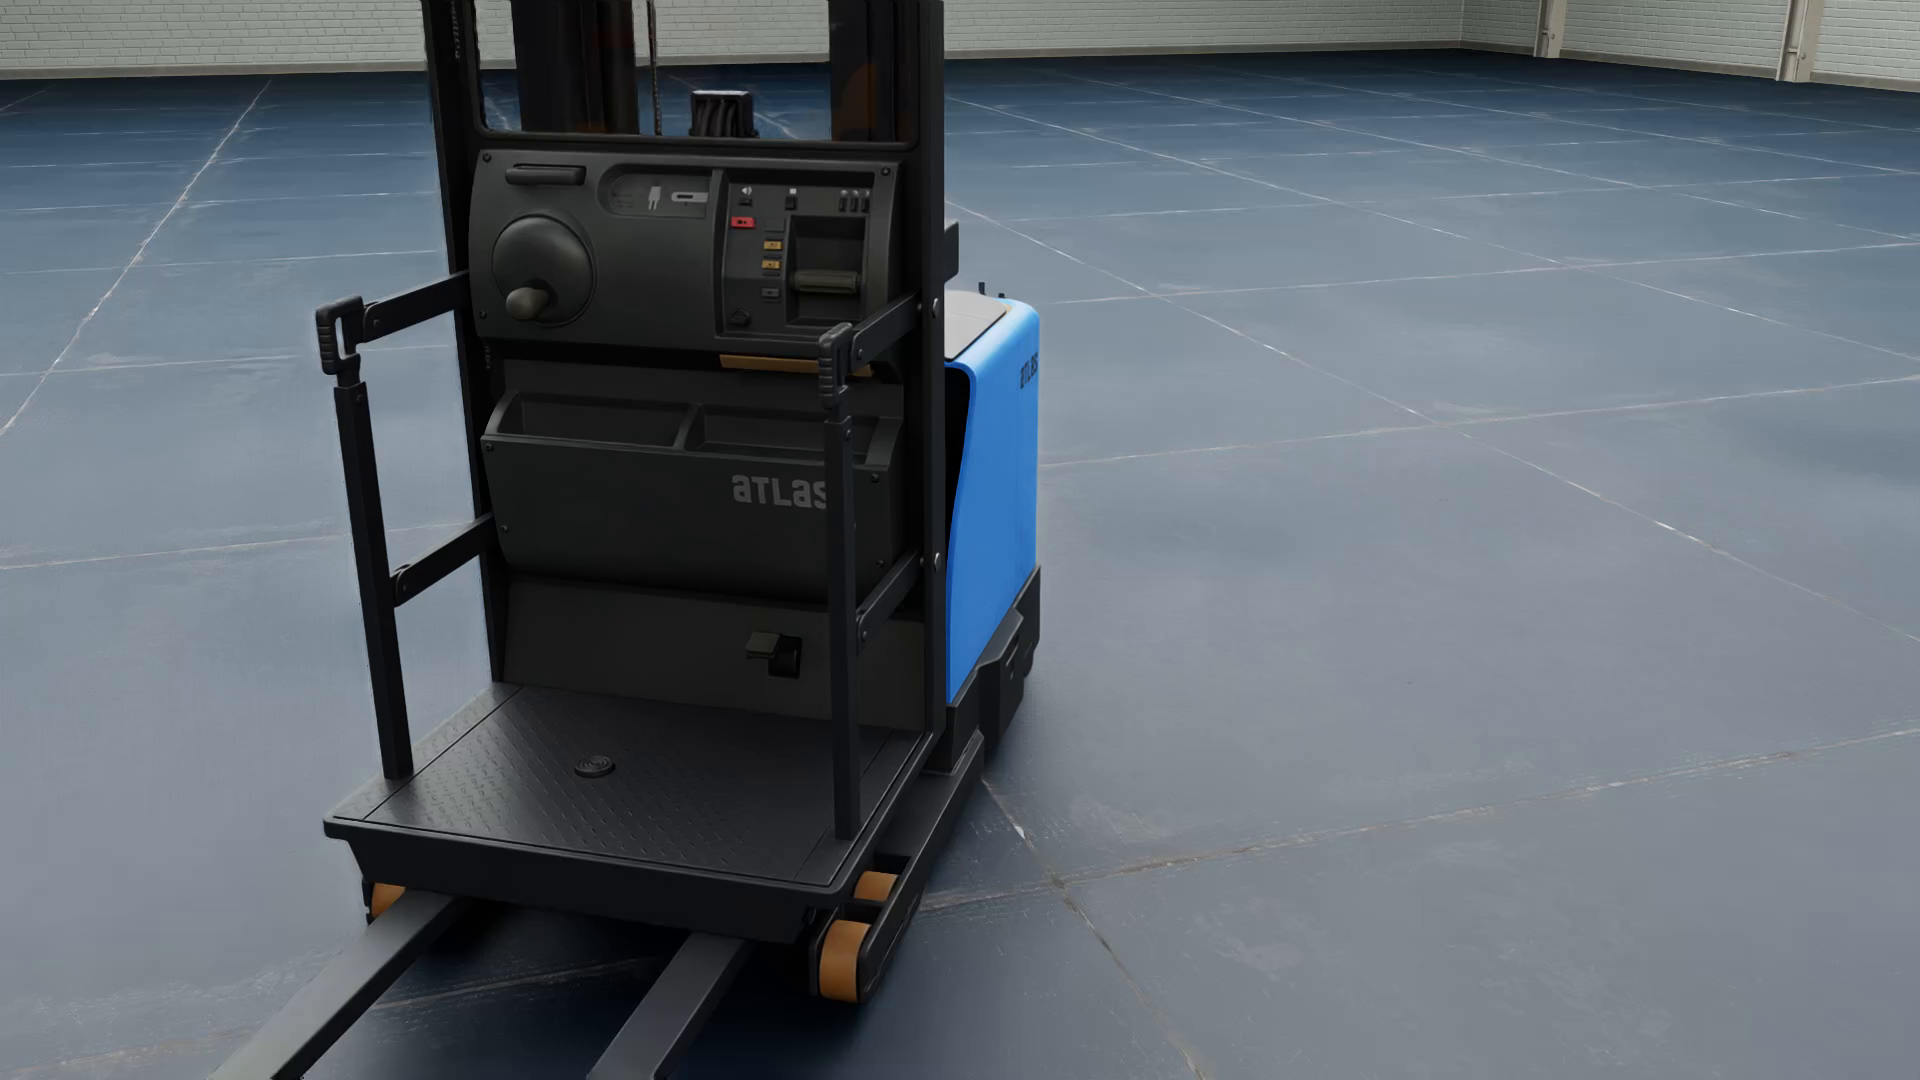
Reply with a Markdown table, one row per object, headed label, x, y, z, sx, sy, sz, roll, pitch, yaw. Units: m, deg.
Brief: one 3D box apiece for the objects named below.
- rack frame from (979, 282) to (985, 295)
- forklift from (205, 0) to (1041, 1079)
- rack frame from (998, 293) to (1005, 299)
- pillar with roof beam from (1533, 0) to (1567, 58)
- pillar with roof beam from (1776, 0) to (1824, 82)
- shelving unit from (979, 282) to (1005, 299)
| label | x | y | z | sx | sy | sz | roll | pitch | yaw |
| --- | --- | --- | --- | --- | --- | --- | --- | --- | --- |
| rack frame | -0.029 | -0.454 | 5.848 | 0.240 | 0.900 | 0.006 | -6 | 21 | -17 |
| forklift | -0.632 | -0.595 | 3.237 | 1.130 | 2.935 | 3.031 | 5 | 20 | 14 |
| rack frame | 0.034 | -0.388 | 5.666 | 0.240 | 0.900 | 0.006 | -6 | 21 | -17 |
| pillar with roof beam | 6.806 | -12.741 | 28.076 | 9.100 | 9.000 | 0.400 | -6 | 21 | -17 |
| pillar with roof beam | 8.692 | -10.815 | 22.715 | 9.100 | 9.000 | 0.400 | -6 | 21 | -17 |
| shelving unit | 0.003 | -0.421 | 5.757 | 0.258 | 0.900 | 0.210 | -6 | 21 | -17 |
